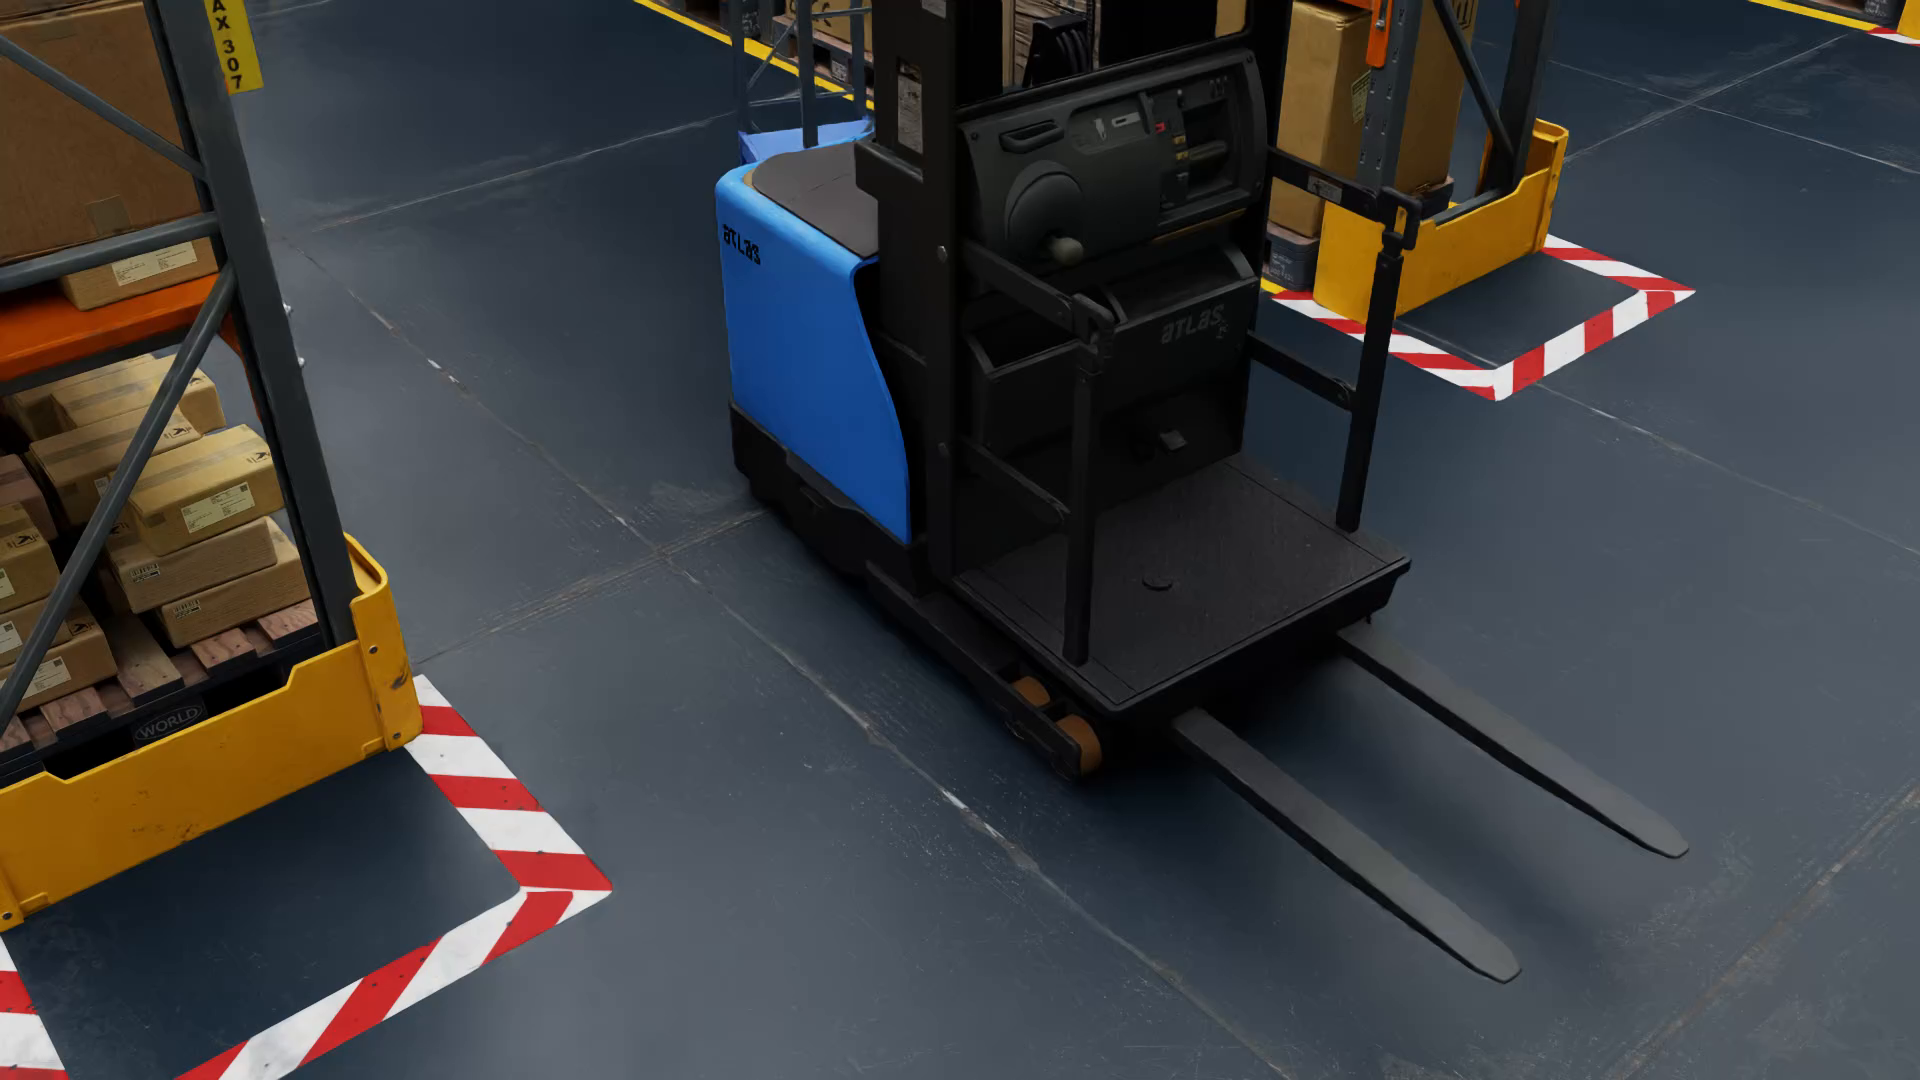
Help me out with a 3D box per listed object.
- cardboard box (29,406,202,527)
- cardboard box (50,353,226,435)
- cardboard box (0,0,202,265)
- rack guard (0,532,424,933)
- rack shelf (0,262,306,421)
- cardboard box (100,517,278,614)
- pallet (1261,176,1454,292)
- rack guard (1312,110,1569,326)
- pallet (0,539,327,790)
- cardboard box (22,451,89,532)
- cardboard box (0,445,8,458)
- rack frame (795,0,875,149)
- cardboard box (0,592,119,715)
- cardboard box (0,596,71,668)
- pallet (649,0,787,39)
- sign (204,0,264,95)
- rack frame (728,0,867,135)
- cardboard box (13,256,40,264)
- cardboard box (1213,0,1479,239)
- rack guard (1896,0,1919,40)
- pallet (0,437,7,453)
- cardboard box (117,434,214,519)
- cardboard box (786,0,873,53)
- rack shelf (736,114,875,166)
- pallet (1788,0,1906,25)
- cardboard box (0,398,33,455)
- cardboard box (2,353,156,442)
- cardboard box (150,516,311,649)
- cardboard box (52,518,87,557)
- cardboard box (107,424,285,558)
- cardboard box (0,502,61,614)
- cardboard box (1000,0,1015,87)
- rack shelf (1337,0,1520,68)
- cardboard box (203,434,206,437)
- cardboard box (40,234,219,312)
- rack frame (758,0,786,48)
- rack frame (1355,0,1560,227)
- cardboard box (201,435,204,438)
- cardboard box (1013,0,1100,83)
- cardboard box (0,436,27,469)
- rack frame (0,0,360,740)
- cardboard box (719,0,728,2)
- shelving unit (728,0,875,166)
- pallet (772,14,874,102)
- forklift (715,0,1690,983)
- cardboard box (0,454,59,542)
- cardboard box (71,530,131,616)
[{"bbox_3d":[-2.289,-0.214,4.545,0.380,0.149,0.250,-25,42,-31],"label":"cardboard box"},{"bbox_3d":[-2.354,-0.373,4.770,0.380,0.149,0.250,-26,43,-32],"label":"cardboard box"},{"bbox_3d":[-2.020,-0.992,3.711,0.500,0.500,0.500,-24,42,-30],"label":"cardboard box"},{"bbox_3d":[-1.990,0.458,4.170,1.175,0.500,0.348,-26,43,-32],"label":"rack guard"},{"bbox_3d":[-3.232,-1.118,4.855,1.077,0.370,4.000,-26,43,-32],"label":"rack shelf"},{"bbox_3d":[-2.083,0.015,4.479,0.380,0.149,0.250,-24,42,-30],"label":"cardboard box"},{"bbox_3d":[1.337,-1.519,7.213,1.003,0.211,1.213,-26,43,-32],"label":"pallet"},{"bbox_3d":[1.929,-1.303,6.657,1.175,0.500,0.348,-26,43,-32],"label":"rack guard"},{"bbox_3d":[-2.487,0.204,4.779,1.003,0.211,1.213,-26,43,-32],"label":"pallet"},{"bbox_3d":[-2.442,-0.202,4.785,0.380,0.149,0.250,-25,43,-31],"label":"cardboard box"},{"bbox_3d":[-2.931,-0.170,4.741,0.380,0.149,0.250,-27,43,-32],"label":"cardboard box"},{"bbox_3d":[-0.264,-1.120,5.534,0.500,1.500,0.032,-11,37,-16],"label":"rack frame"},{"bbox_3d":[-2.440,0.309,4.322,0.380,0.149,0.250,-25,42,-31],"label":"cardboard box"},{"bbox_3d":[-2.500,0.216,4.196,0.380,0.149,0.250,-27,44,-33],"label":"cardboard box"},{"bbox_3d":[-1.224,-3.274,9.691,1.003,0.211,1.213,-26,43,-32],"label":"pallet"},{"bbox_3d":[-1.527,-1.084,3.436,0.100,0.325,0.005,-26,43,-32],"label":"sign"},{"bbox_3d":[-0.601,-1.674,6.317,0.500,1.500,0.032,-11,37,-16],"label":"rack frame"},{"bbox_3d":[-2.096,-0.788,3.985,0.380,0.149,0.250,-24,42,-30],"label":"cardboard box"},{"bbox_3d":[1.439,-1.891,6.799,0.875,0.875,0.875,-26,43,-32],"label":"cardboard box"},{"bbox_3d":[5.722,-3.155,9.272,1.175,0.500,0.348,-26,43,-32],"label":"rack guard"},{"bbox_3d":[-3.270,-0.334,5.539,1.003,0.211,1.213,-26,43,-32],"label":"pallet"},{"bbox_3d":[-2.217,-0.127,4.679,0.380,0.149,0.250,-26,43,-32],"label":"cardboard box"},{"bbox_3d":[-0.303,-3.083,8.482,0.875,0.875,0.875,-26,43,-32],"label":"cardboard box"},{"bbox_3d":[-0.432,-1.251,6.029,0.538,0.185,1.000,-11,37,-16],"label":"rack shelf"},{"bbox_3d":[5.194,-3.422,9.899,1.003,0.211,1.213,-26,43,-32],"label":"pallet"},{"bbox_3d":[-2.769,-0.437,5.118,0.380,0.149,0.250,-28,44,-34],"label":"cardboard box"},{"bbox_3d":[-2.577,-0.452,4.881,0.380,0.149,0.250,-28,44,-34],"label":"cardboard box"},{"bbox_3d":[-2.035,0.113,4.598,0.380,0.149,0.250,-25,42,-31],"label":"cardboard box"},{"bbox_3d":[-2.432,-0.079,4.870,0.380,0.149,0.250,-26,43,-31],"label":"cardboard box"},{"bbox_3d":[-2.020,-0.137,4.437,0.380,0.149,0.250,-28,44,-34],"label":"cardboard box"},{"bbox_3d":[-2.476,0.082,4.128,0.380,0.149,0.250,-25,43,-31],"label":"cardboard box"},{"bbox_3d":[0.277,-2.685,7.921,0.875,0.875,0.875,-26,43,-32],"label":"cardboard box"},{"bbox_3d":[0.622,-2.923,7.404,1.077,0.370,4.000,-26,43,-32],"label":"rack shelf"},{"bbox_3d":[-2.513,-0.233,5.087,0.380,0.149,0.250,-25,43,-31],"label":"cardboard box"},{"bbox_3d":[-1.900,-0.691,3.848,0.380,0.149,0.250,-26,43,-32],"label":"cardboard box"},{"bbox_3d":[-0.668,-4.100,8.443,1.000,3.000,0.127,-26,43,-32],"label":"rack frame"},{"bbox_3d":[1.913,-2.334,5.950,1.000,3.000,0.127,-26,43,-32],"label":"rack frame"},{"bbox_3d":[-2.525,-0.355,5.003,0.380,0.149,0.250,-25,42,-30],"label":"cardboard box"},{"bbox_3d":[0.852,-2.292,7.367,0.875,0.875,0.875,-26,43,-32],"label":"cardboard box"},{"bbox_3d":[-2.750,-0.310,5.196,0.380,0.149,0.250,-26,43,-32],"label":"cardboard box"},{"bbox_3d":[-1.941,-0.528,3.401,1.000,3.000,0.127,-26,43,-32],"label":"rack frame"},{"bbox_3d":[-1.096,-3.679,9.324,1.225,0.875,0.875,-26,43,-32],"label":"cardboard box"},{"bbox_3d":[-0.432,-1.397,5.925,0.538,1.500,1.048,-11,37,-16],"label":"shelving unit"},{"bbox_3d":[-0.237,-2.597,8.734,1.003,0.211,1.213,-26,43,-32],"label":"pallet"},{"bbox_3d":[0.531,-0.891,3.972,1.130,2.935,3.031,-23,41,-29],"label":"forklift"},{"bbox_3d":[-2.595,-0.051,4.315,0.380,0.149,0.250,-25,42,-31],"label":"cardboard box"},{"bbox_3d":[-2.266,0.028,4.718,0.380,0.149,0.250,-26,43,-32],"label":"cardboard box"}]
